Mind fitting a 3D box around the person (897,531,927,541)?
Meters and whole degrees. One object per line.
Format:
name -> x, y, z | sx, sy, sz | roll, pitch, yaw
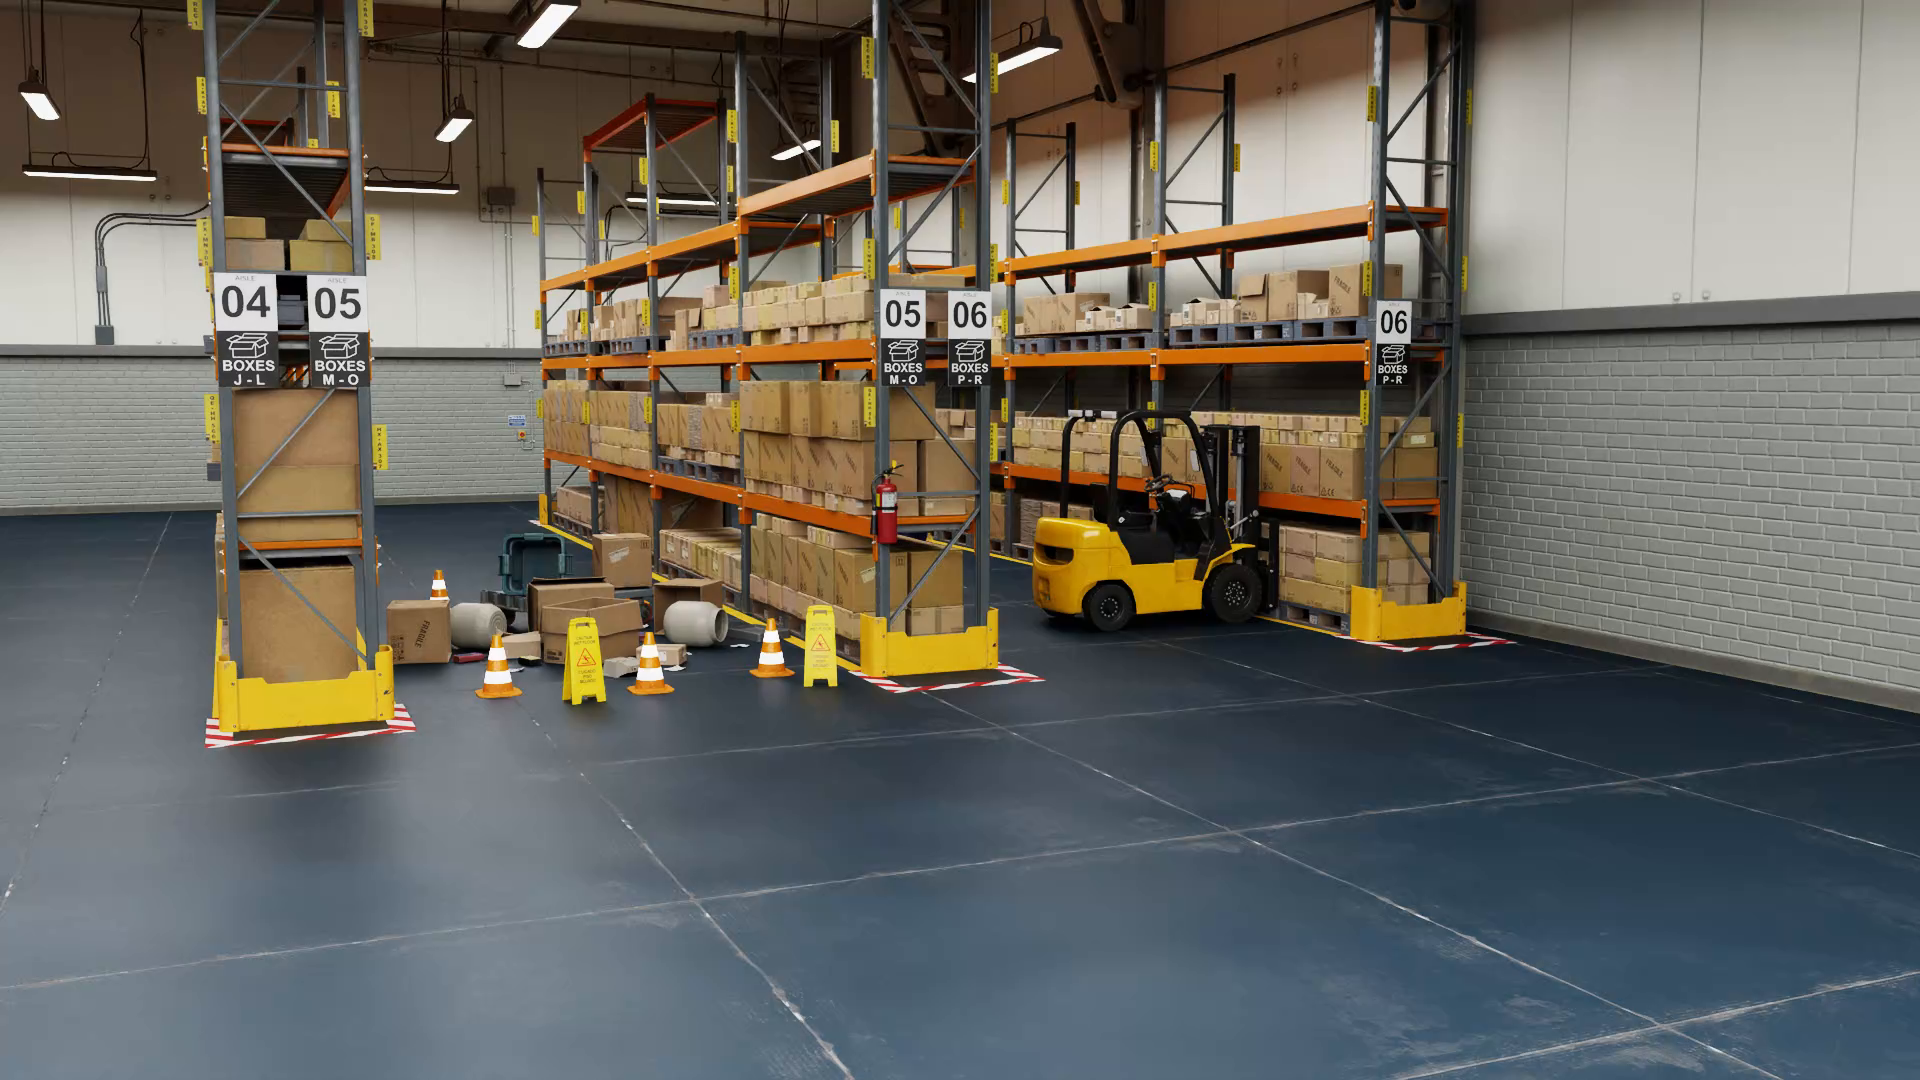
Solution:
person -> -0.623, -0.161, 18.809 | 0.441, 1.646, 0.519 | -2, 6, -24
